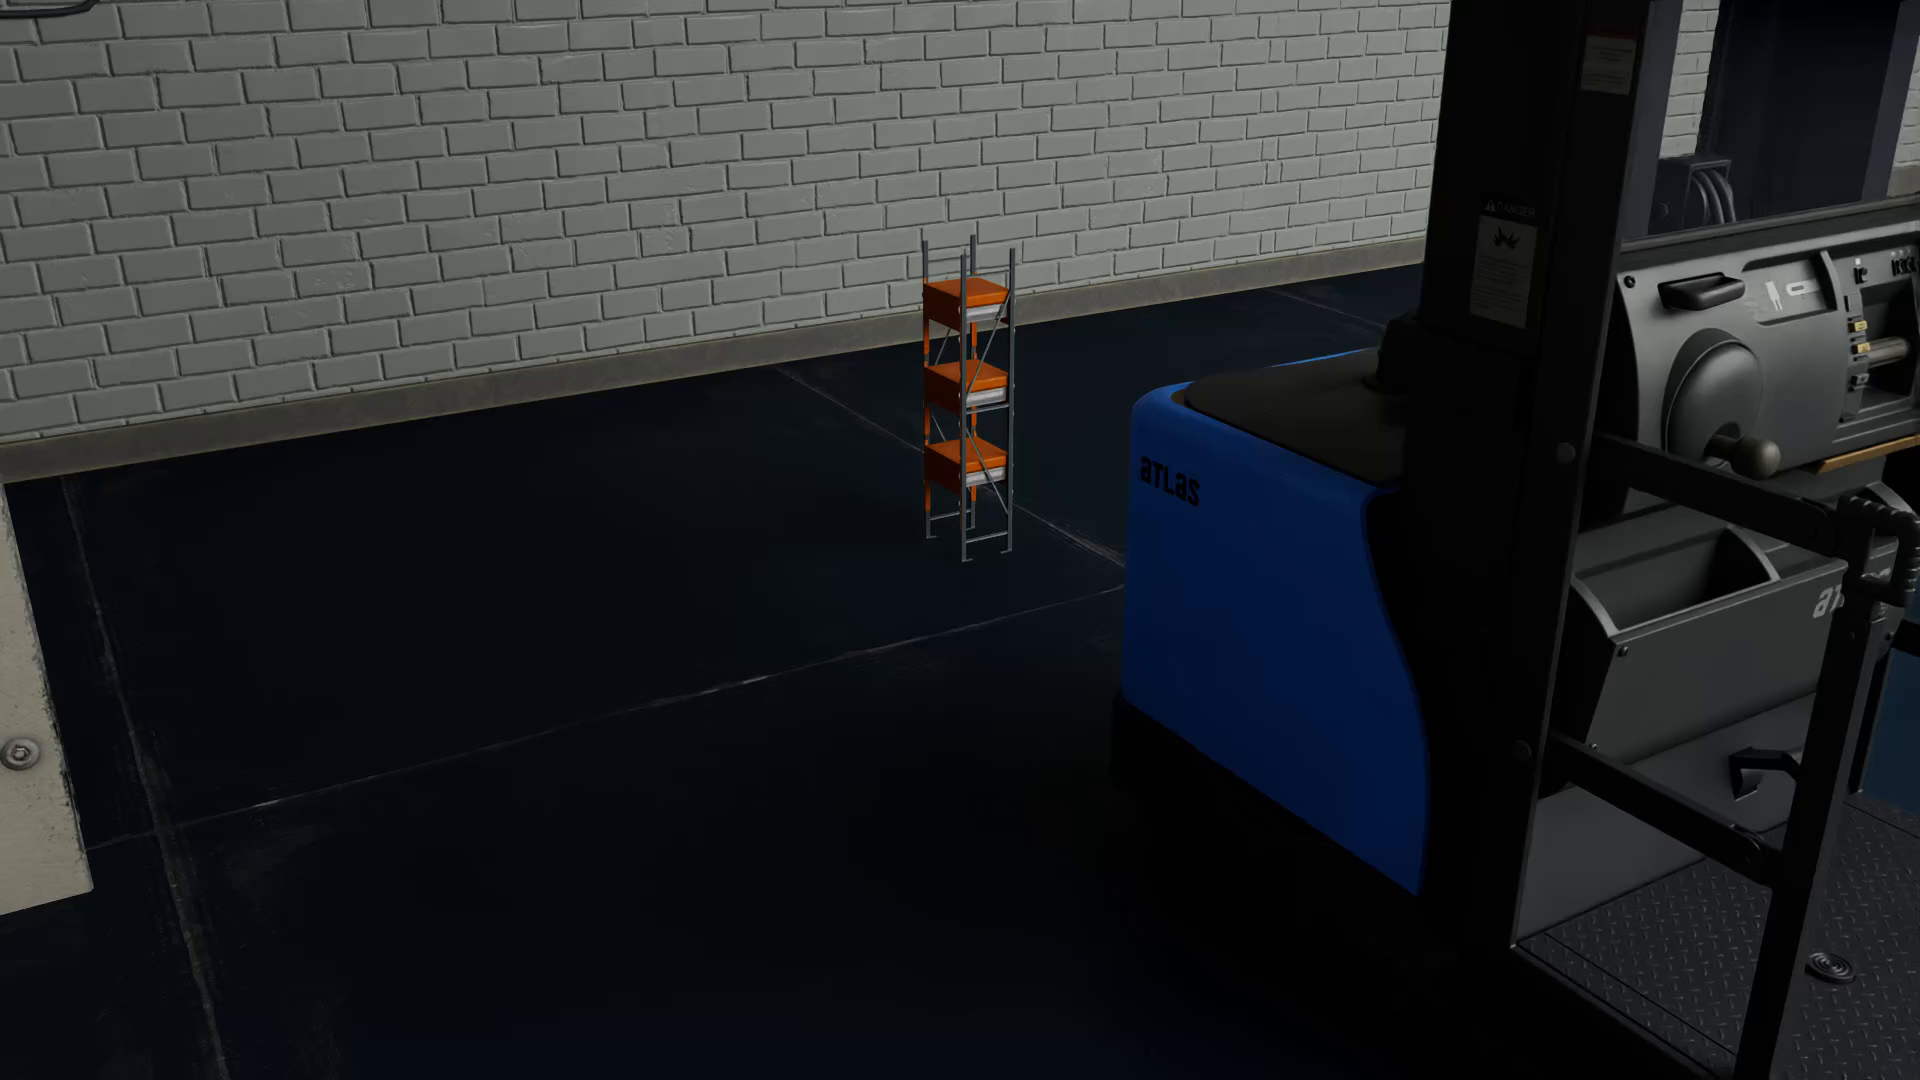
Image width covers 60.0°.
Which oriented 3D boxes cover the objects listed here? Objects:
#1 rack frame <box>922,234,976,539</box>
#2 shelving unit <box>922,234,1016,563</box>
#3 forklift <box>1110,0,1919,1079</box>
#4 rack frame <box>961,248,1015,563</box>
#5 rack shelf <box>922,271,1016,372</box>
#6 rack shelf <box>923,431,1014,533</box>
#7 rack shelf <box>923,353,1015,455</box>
[{"bbox_3d":[-0.035,-0.509,5.668,0.200,1.050,0.008,-13,25,-28],"label":"rack frame"},{"bbox_3d":[0.027,-0.469,5.571,0.215,1.050,0.252,-13,25,-28],"label":"shelving unit"},{"bbox_3d":[1.567,-0.323,2.713,1.130,2.935,3.031,-13,25,-29],"label":"forklift"},{"bbox_3d":[0.090,-0.430,5.474,0.200,1.050,0.008,-13,25,-28],"label":"rack frame"},{"bbox_3d":[0.027,-0.722,5.468,0.215,0.259,0.240,-13,25,-28],"label":"rack shelf"},{"bbox_3d":[0.027,-0.202,5.680,0.215,0.259,0.240,-13,25,-28],"label":"rack shelf"},{"bbox_3d":[0.027,-0.459,5.575,0.215,0.259,0.240,-13,25,-28],"label":"rack shelf"}]
